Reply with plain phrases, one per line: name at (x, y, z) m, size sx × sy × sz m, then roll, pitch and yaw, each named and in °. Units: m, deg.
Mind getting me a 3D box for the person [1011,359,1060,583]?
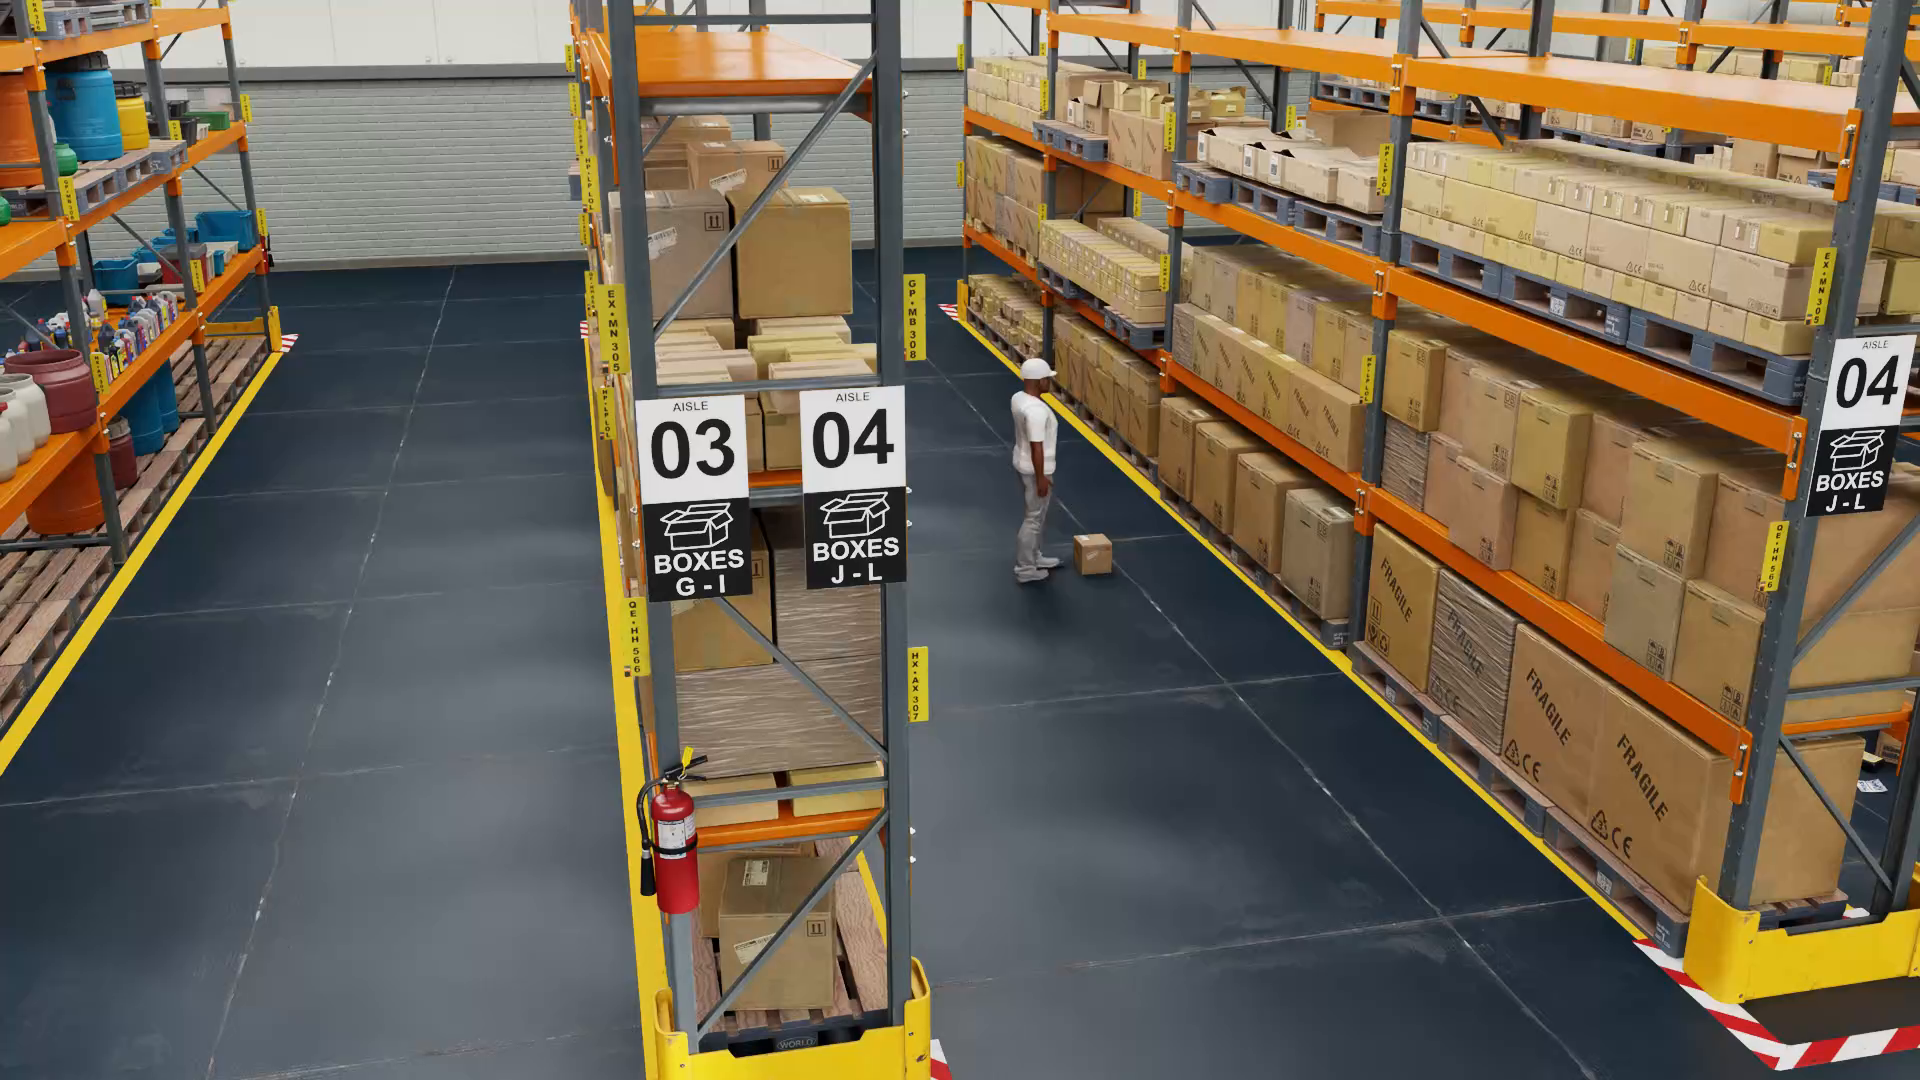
person at (0.618, -0.563, 13.144) m, size 0.440 × 1.777 × 0.571 m, roll -4°, pitch 20°, yaw -11°
